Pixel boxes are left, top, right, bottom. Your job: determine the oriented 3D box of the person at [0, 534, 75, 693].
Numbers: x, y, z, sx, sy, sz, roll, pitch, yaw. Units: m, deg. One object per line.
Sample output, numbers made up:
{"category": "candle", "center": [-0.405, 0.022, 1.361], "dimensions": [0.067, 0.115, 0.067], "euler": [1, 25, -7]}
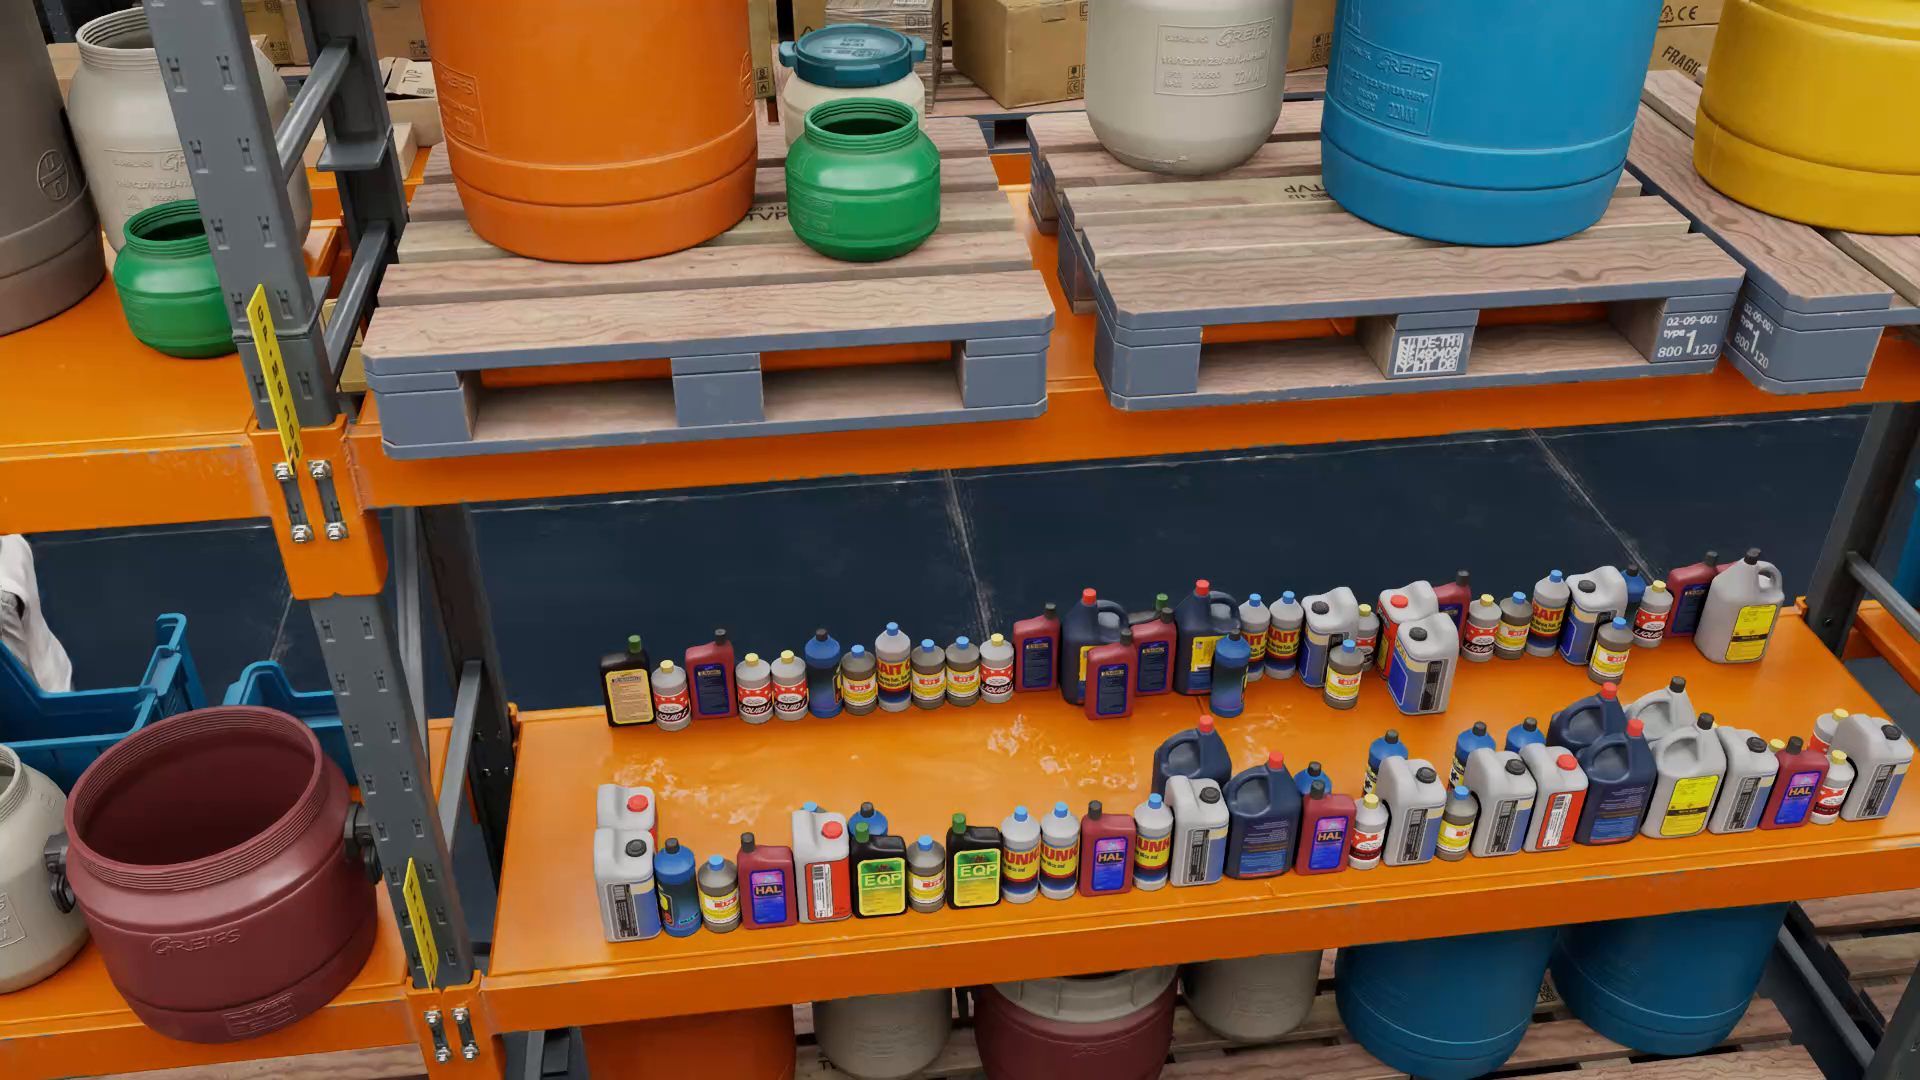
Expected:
{"category": "person", "center": [-3.062, 0.547, 5.326], "dimensions": [0.488, 1.814, 0.536], "euler": [-11, 36, -16]}
